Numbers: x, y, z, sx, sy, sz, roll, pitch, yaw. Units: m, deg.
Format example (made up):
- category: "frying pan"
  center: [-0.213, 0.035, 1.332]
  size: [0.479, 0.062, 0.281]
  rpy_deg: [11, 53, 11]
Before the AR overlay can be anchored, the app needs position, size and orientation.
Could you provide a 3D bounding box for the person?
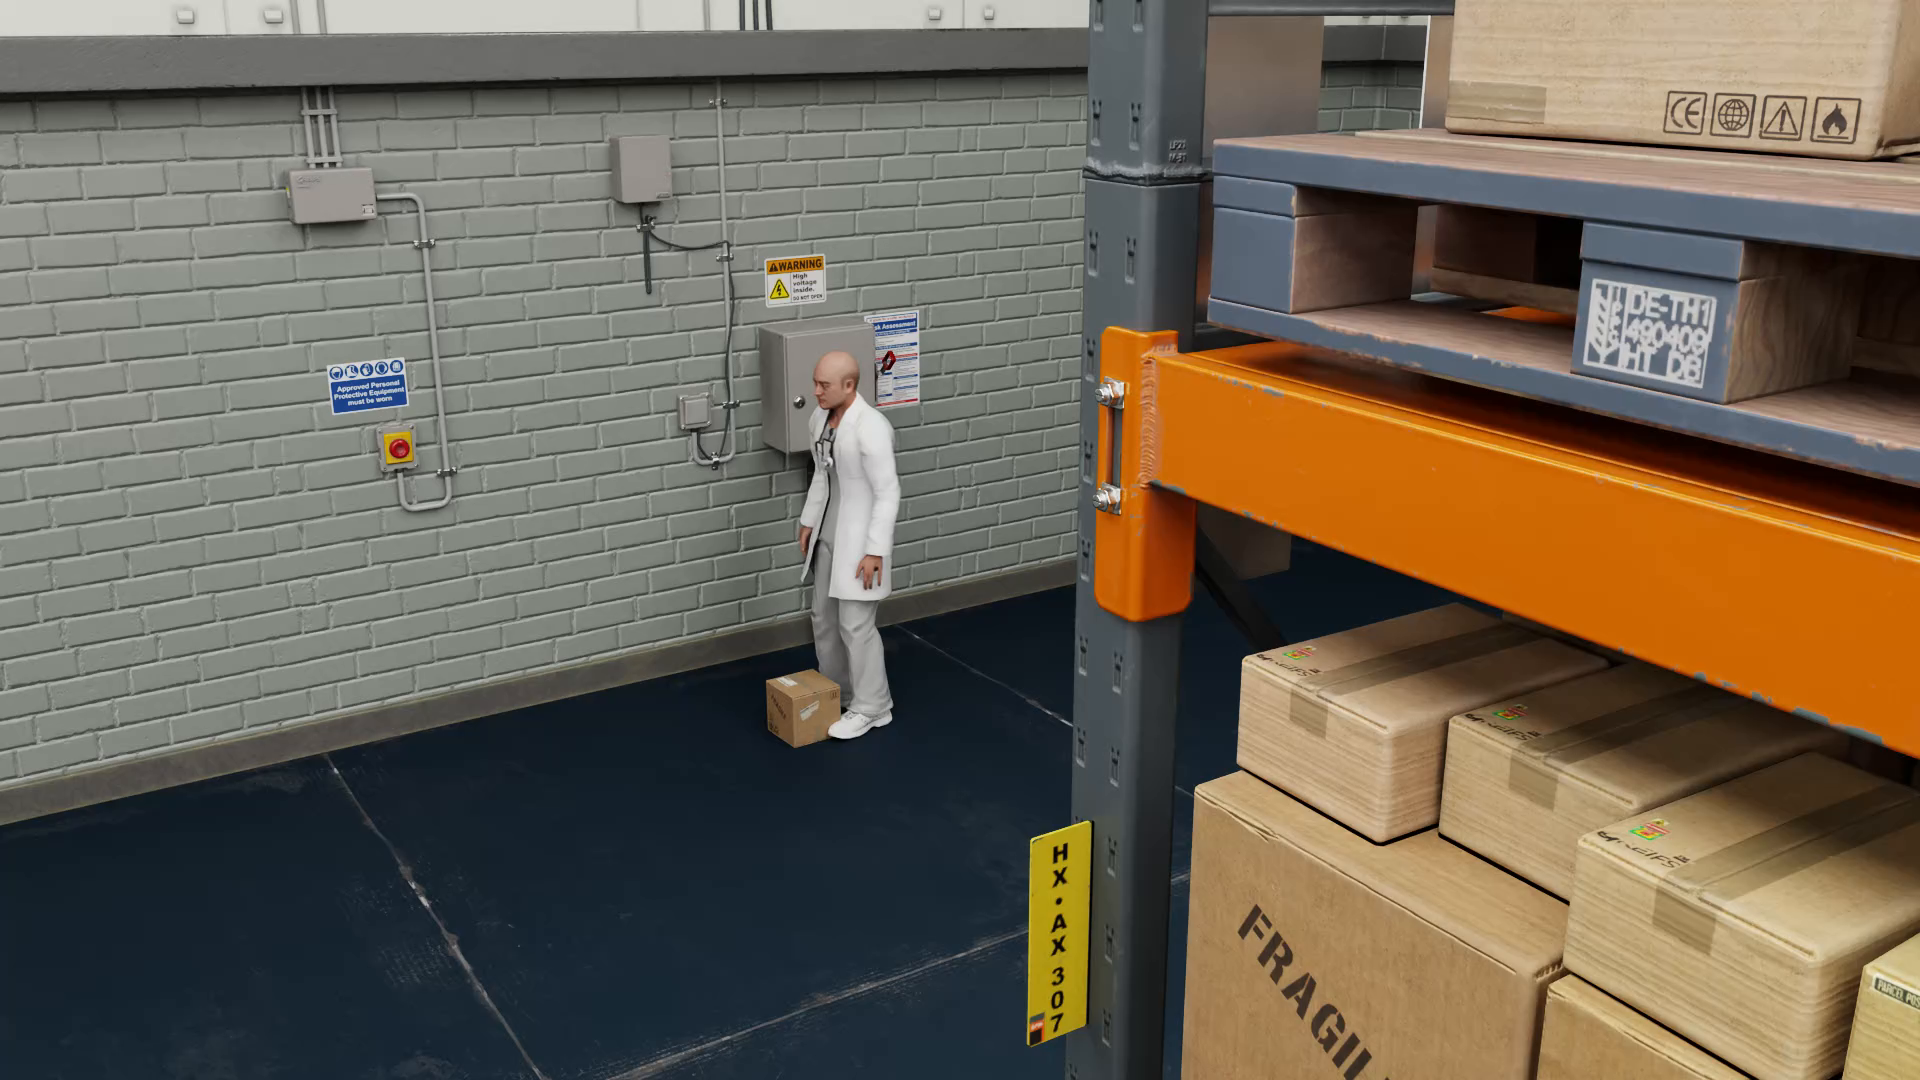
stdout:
- category: "person"
  center: [-0.508, 0.008, 7.554]
  size: [0.417, 1.774, 0.656]
  rpy_deg: [-12, 22, -33]
